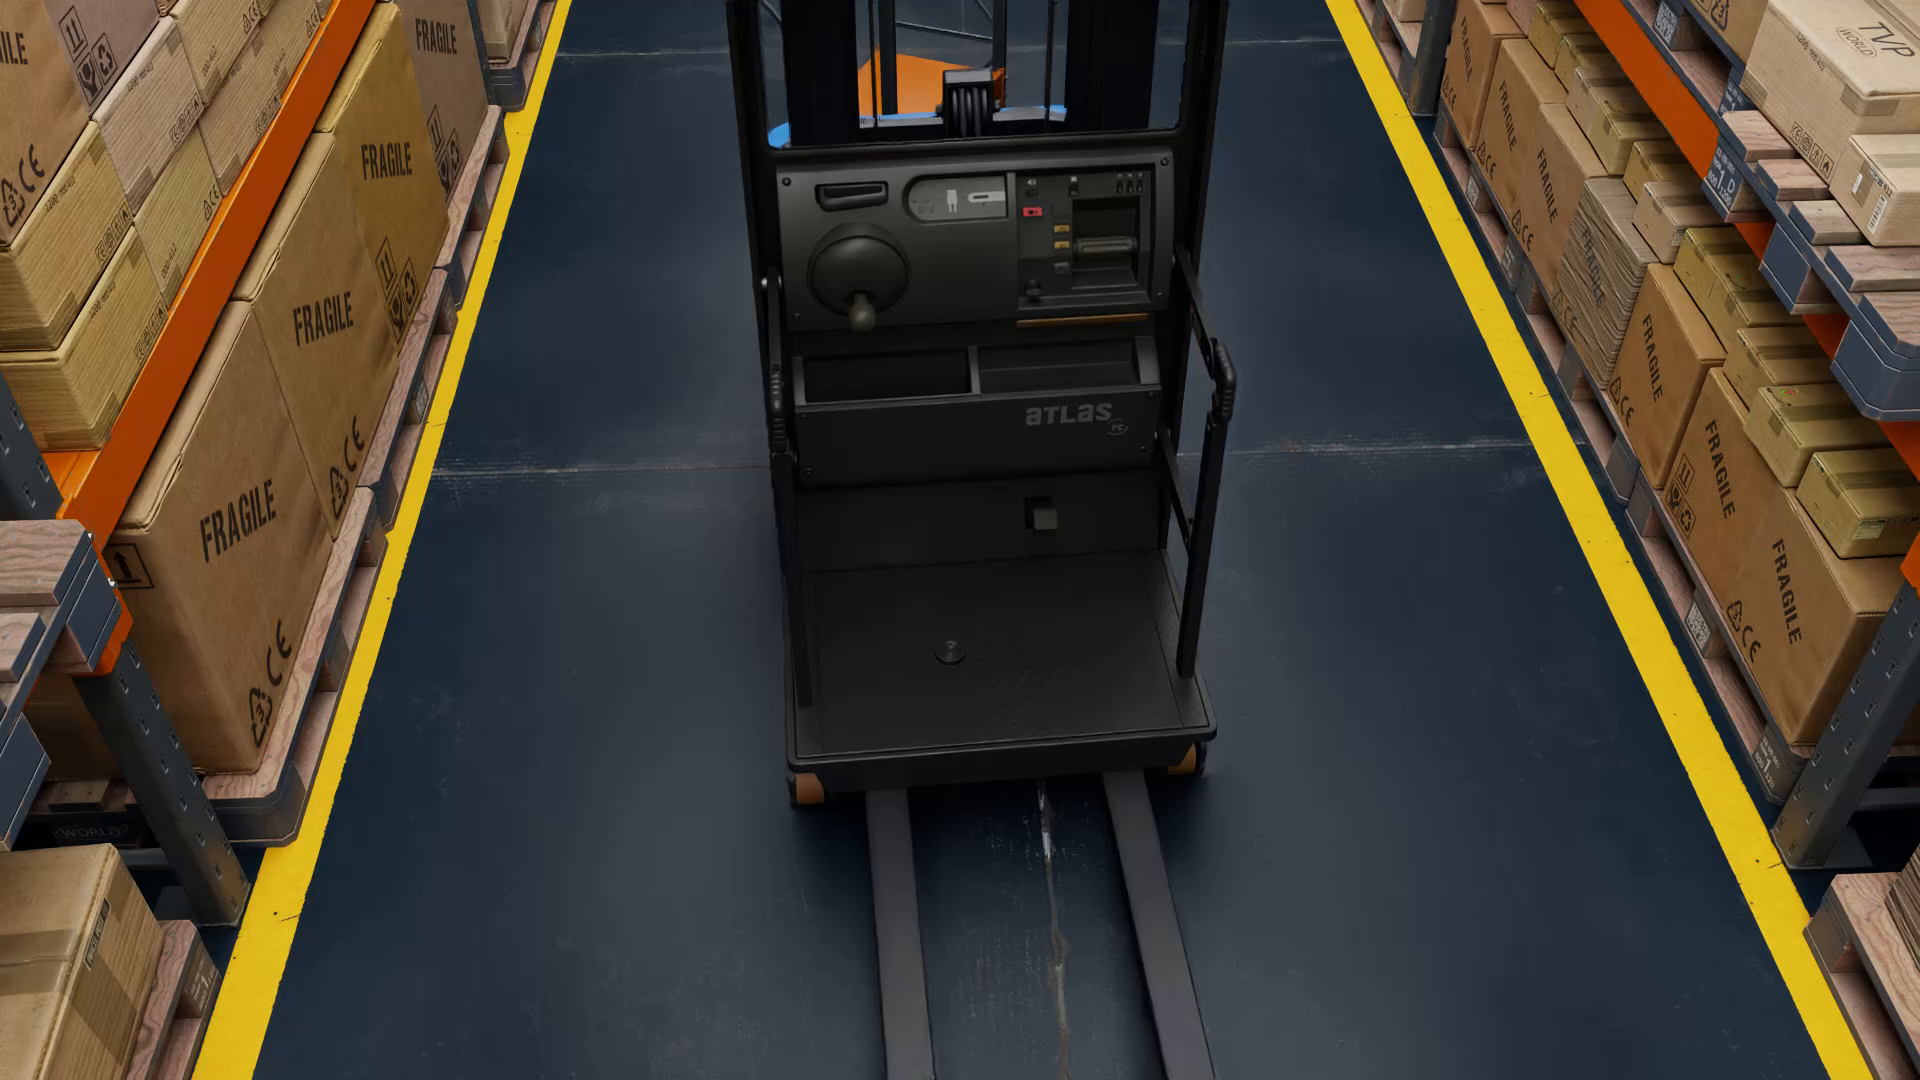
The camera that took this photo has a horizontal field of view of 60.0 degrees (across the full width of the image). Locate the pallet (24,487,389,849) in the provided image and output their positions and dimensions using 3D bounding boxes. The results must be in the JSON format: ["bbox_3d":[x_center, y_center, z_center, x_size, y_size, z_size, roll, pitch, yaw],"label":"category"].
[{"bbox_3d":[-2.275,0.337,4.726,1.003,0.211,1.213,-2,43,-2],"label":"pallet"}]

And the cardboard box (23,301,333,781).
[{"bbox_3d":[-2.263,0.003,4.288,0.875,0.875,0.875,-2,43,-2],"label":"cardboard box"}]

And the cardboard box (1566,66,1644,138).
[{"bbox_3d":[2.332,-1.512,5.739,0.380,0.149,0.250,-2,43,-2],"label":"cardboard box"}]

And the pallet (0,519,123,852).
[{"bbox_3d":[-2.180,0.392,2.744,1.213,0.211,1.003,-2,43,-2],"label":"pallet"}]

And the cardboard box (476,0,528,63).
[{"bbox_3d":[-2.406,-2.494,7.336,0.875,0.438,0.875,-2,43,-2],"label":"cardboard box"}]

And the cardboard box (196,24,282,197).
[{"bbox_3d":[-2.142,-1.139,4.384,0.500,0.250,0.500,0,43,0],"label":"cardboard box"}]

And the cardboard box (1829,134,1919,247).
[{"bbox_3d":[2.231,-0.796,3.774,0.380,0.149,0.250,-1,43,-1],"label":"cardboard box"}]

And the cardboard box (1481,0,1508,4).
[{"bbox_3d":[2.222,-2.224,6.516,0.380,0.149,0.250,0,43,0],"label":"cardboard box"}]

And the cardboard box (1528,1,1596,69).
[{"bbox_3d":[2.333,-1.867,6.126,0.380,0.149,0.250,-4,43,-4],"label":"cardboard box"}]

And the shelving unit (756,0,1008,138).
[{"bbox_3d":[-0.248,-1.582,5.866,0.587,1.500,1.083,15,45,16],"label":"shelving unit"}]

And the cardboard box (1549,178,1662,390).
[{"bbox_3d":[2.333,-0.856,5.503,0.500,0.500,0.500,-3,43,-3],"label":"cardboard box"}]

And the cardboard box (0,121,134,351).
[{"bbox_3d":[-2.091,-0.635,3.464,0.500,0.250,0.500,-2,43,-2],"label":"cardboard box"}]

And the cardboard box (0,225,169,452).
[{"bbox_3d":[-2.086,-0.439,3.620,0.500,0.250,0.500,-2,43,-3],"label":"cardboard box"}]

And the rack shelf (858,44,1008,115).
[{"bbox_3d":[-0.252,-1.444,5.982,0.538,0.185,1.000,15,45,16],"label":"rack shelf"}]

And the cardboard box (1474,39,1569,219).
[{"bbox_3d":[2.301,-1.543,6.253,0.500,0.500,0.500,-2,43,-2],"label":"cardboard box"}]

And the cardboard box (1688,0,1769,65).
[{"bbox_3d":[2.388,-1.591,4.379,0.797,0.503,0.637,-3,43,-3],"label":"cardboard box"}]

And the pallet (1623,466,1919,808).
[{"bbox_3d":[2.648,0.221,4.852,1.003,0.211,1.213,-2,43,-2],"label":"pallet"}]

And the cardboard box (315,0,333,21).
[{"bbox_3d":[-2.193,-1.821,5.128,0.500,0.250,0.500,-3,43,-3],"label":"cardboard box"}]

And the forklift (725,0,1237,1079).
[{"bbox_3d":[0.066,-0.618,3.755,1.130,2.935,3.031,-4,43,-4],"label":"forklift"}]

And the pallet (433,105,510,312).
[{"bbox_3d":[-2.378,-1.310,6.523,1.003,0.211,1.213,-2,43,-2],"label":"pallet"}]

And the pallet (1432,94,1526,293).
[{"bbox_3d":[2.545,-1.426,6.649,1.003,0.211,1.213,-2,43,-2],"label":"pallet"}]

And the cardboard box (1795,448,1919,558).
[{"bbox_3d":[2.368,-0.100,4.198,0.380,0.149,0.250,-4,43,-4],"label":"cardboard box"}]

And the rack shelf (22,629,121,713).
[{"bbox_3d":[-2.232,1.459,1.971,1.077,0.370,4.000,-2,43,-2],"label":"rack shelf"}]

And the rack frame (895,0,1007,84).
[{"bbox_3d":[-0.066,-1.896,6.209,0.500,1.500,0.032,15,45,16],"label":"rack frame"}]

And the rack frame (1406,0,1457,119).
[{"bbox_3d":[2.473,-3.002,6.305,1.000,3.000,0.127,-2,43,-2],"label":"rack frame"}]

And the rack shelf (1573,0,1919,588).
[{"bbox_3d":[2.557,-1.386,5.075,1.077,0.370,4.000,-2,43,-2],"label":"rack shelf"}]

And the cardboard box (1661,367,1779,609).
[{"bbox_3d":[2.399,-0.152,4.735,0.500,0.500,0.500,-2,43,-2],"label":"cardboard box"}]

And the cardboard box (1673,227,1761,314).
[{"bbox_3d":[2.382,-0.810,4.973,0.380,0.149,0.250,-2,43,-2],"label":"cardboard box"}]

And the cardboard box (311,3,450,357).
[{"bbox_3d":[-2.334,-1.203,5.604,0.875,0.875,0.875,-1,43,-1],"label":"cardboard box"}]

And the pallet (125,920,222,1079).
[{"bbox_3d":[-2.285,1.399,3.567,1.003,0.211,1.213,-2,43,-2],"label":"pallet"}]

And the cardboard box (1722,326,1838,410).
[{"bbox_3d":[2.359,-0.462,4.594,0.380,0.149,0.250,-3,43,-3],"label":"cardboard box"}]

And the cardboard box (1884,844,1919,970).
[{"bbox_3d":[2.655,0.841,3.560,0.875,0.625,0.625,0,43,0],"label":"cardboard box"}]

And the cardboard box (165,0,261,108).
[{"bbox_3d":[-2.121,-1.320,4.212,0.500,0.250,0.500,-2,43,-2],"label":"cardboard box"}]

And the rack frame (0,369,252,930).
[{"bbox_3d":[-2.317,-0.156,3.201,1.000,3.000,0.127,-2,43,-2],"label":"rack frame"}]

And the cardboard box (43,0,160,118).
[{"bbox_3d":[-2.124,-1.236,3.565,0.500,0.500,0.500,-1,43,-2],"label":"cardboard box"}]

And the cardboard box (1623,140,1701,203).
[{"bbox_3d":[2.381,-1.163,5.358,0.380,0.149,0.250,-1,43,-2],"label":"cardboard box"}]
